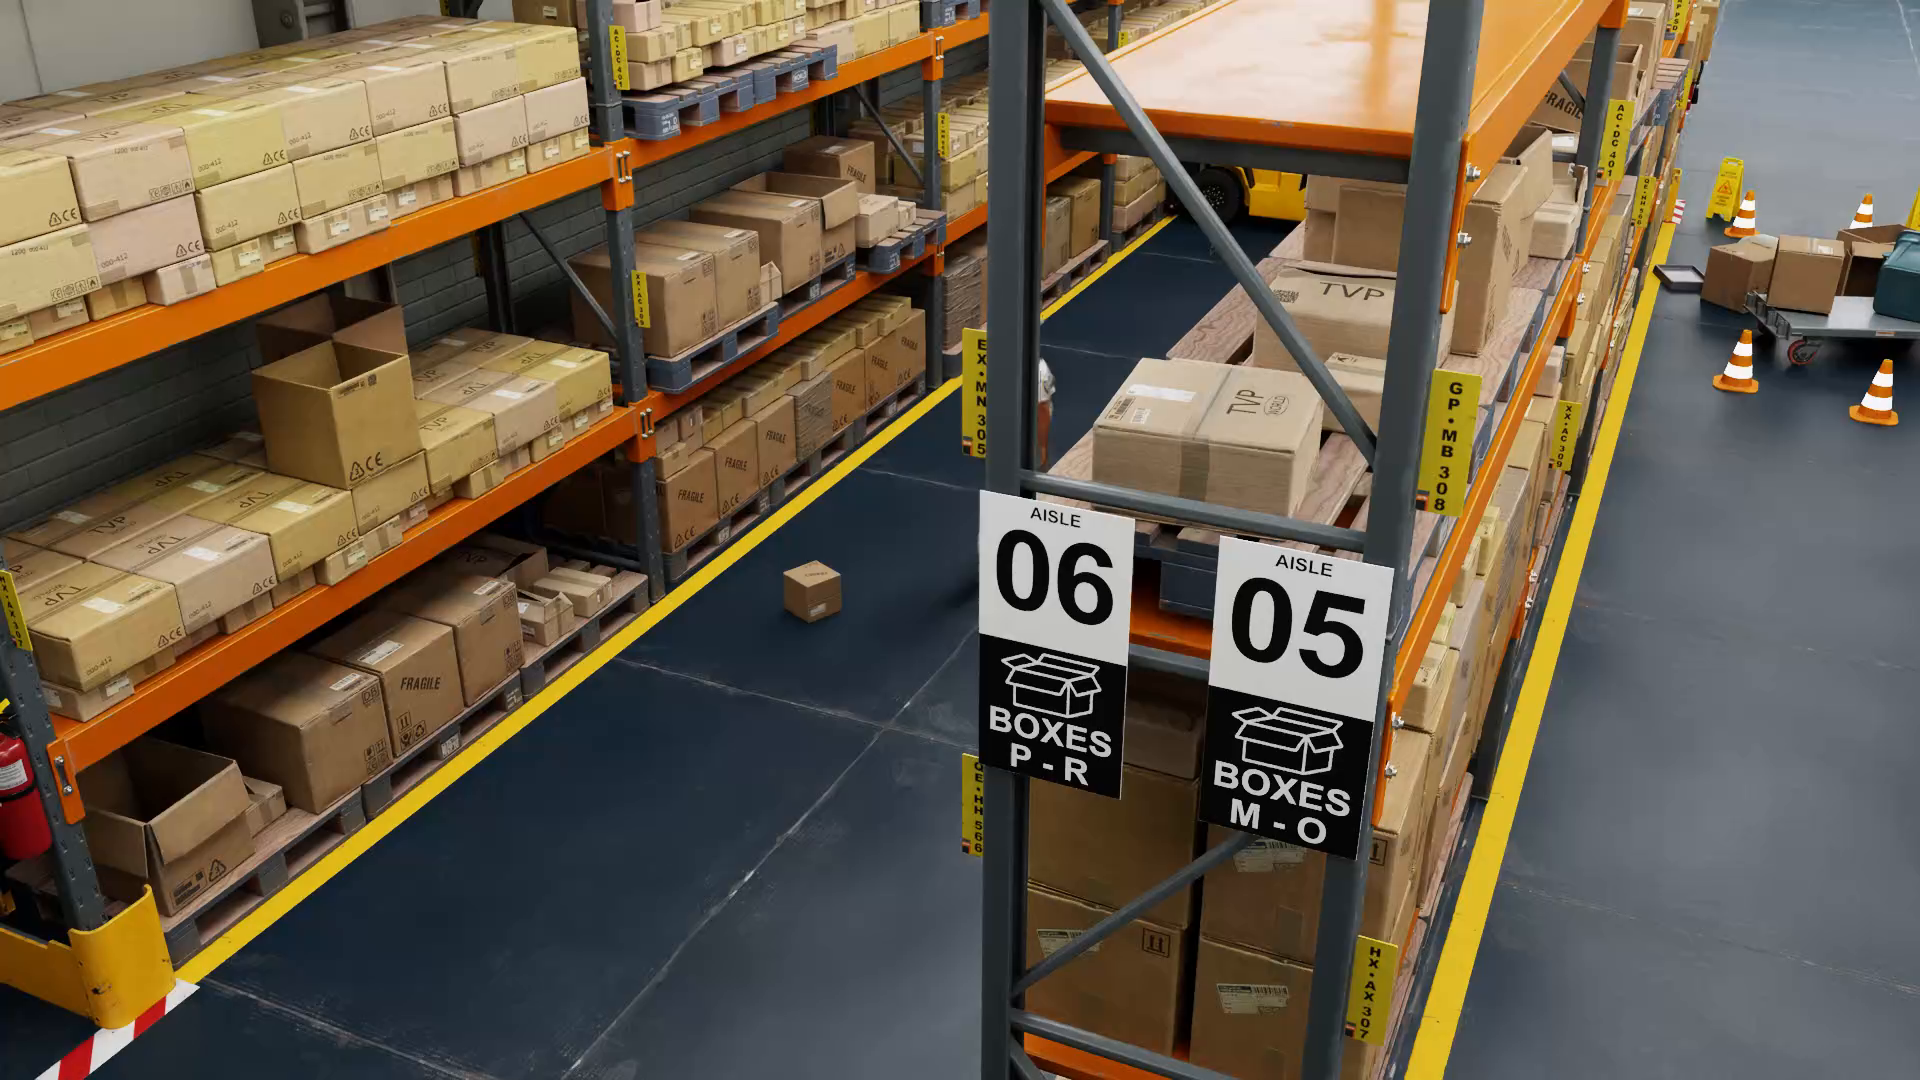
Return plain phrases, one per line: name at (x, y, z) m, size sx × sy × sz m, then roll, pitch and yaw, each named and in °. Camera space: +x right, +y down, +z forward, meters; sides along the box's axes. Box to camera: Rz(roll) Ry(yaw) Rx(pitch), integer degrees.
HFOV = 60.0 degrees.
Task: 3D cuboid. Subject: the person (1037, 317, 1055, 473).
person at (0.329, -0.622, 10.325) m, size 0.492 × 1.646 × 0.614 m, roll 20°, pitch 32°, yaw 34°
